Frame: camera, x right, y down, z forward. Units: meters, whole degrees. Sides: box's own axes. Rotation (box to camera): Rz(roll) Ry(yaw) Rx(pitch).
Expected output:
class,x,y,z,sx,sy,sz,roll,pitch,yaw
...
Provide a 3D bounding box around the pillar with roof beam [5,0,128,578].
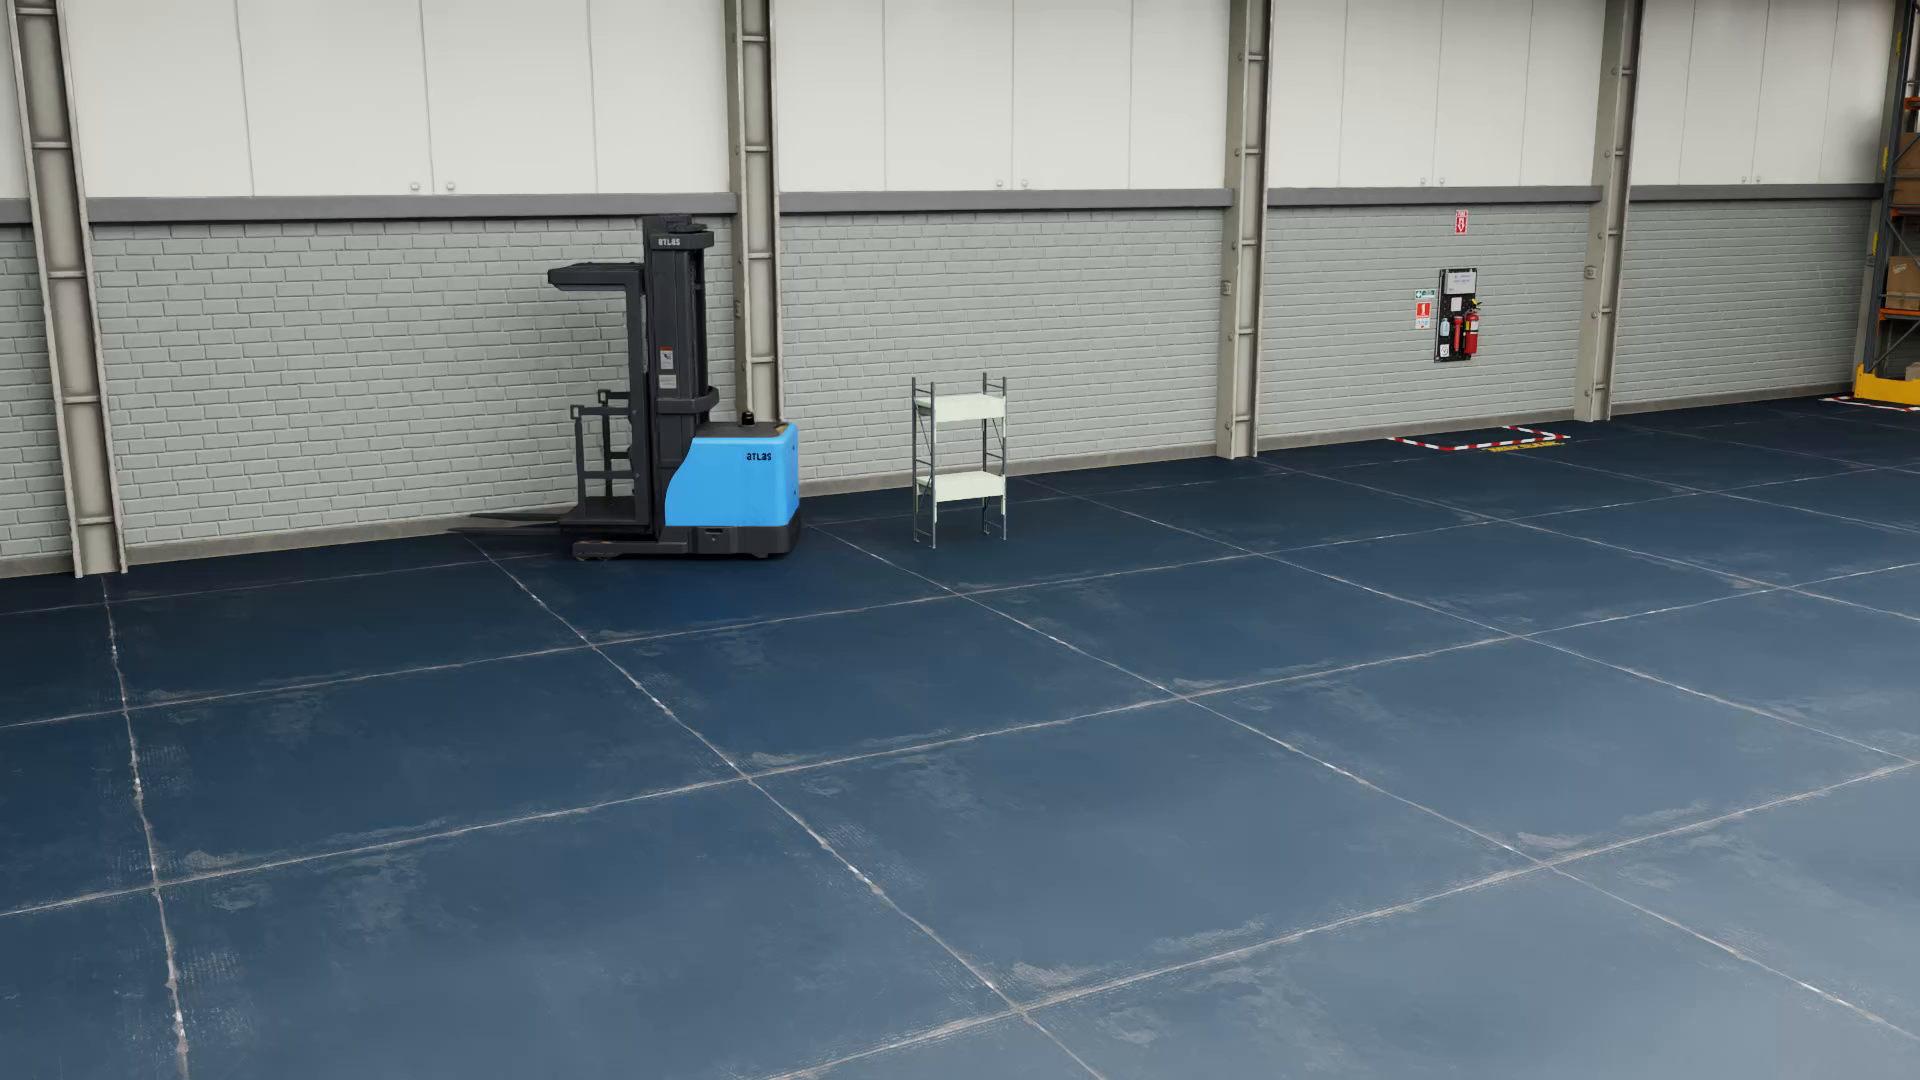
class,x,y,z,sx,sy,sz,roll,pitch,yaw
pillar with roof beam,-5.205,-3.295,9.396,0.400,9.000,9.100,-7,14,-28

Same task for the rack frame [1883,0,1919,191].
class,x,y,z,sx,sy,sz,roll,pitch,yaw
rack frame,13.598,-6.409,23.233,0.127,3.000,1.000,-7,14,-28

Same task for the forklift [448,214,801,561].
class,x,y,z,sx,sy,sz,roll,pitch,yaw
forklift,-2.989,-1.366,14.644,3.031,2.935,1.130,0,13,1

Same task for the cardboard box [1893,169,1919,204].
class,x,y,z,sx,sy,sz,roll,pitch,yaw
cardboard box,13.843,-5.097,23.961,0.500,0.500,0.500,-6,14,-24

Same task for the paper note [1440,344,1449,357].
class,x,y,z,sx,sy,sz,roll,pitch,yaw
paper note,6.156,-2.404,21.106,0.142,0.148,0.016,-7,14,-28

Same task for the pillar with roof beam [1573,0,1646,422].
class,x,y,z,sx,sy,sz,roll,pitch,yaw
pillar with roof beam,10.594,-5.189,17.810,0.400,9.000,9.100,-7,14,-28

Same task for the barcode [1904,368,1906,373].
class,x,y,z,sx,sy,sz,roll,pitch,yaw
barcode,14.073,-2.524,24.735,0.075,0.075,0.001,-7,14,-28

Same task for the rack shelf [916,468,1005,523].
class,x,y,z,sx,sy,sz,roll,pitch,yaw
rack shelf,-0.006,-0.413,15.154,0.720,0.370,0.431,-7,14,-28

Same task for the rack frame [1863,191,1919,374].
class,x,y,z,sx,sy,sz,roll,pitch,yaw
rack frame,13.598,-3.482,23.892,0.127,3.000,1.000,-7,14,-28

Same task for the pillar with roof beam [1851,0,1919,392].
class,x,y,z,sx,sy,sz,roll,pitch,yaw
pillar with roof beam,15.861,-5.820,20.615,0.400,9.000,9.100,-7,14,-28

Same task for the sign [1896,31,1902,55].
class,x,y,z,sx,sy,sz,roll,pitch,yaw
sign,13.350,-7.051,23.598,0.005,0.325,0.100,-7,14,-28

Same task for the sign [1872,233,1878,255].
class,x,y,z,sx,sy,sz,roll,pitch,yaw
sign,13.350,-4.311,24.215,0.005,0.325,0.100,-7,14,-28

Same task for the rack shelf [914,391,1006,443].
class,x,y,z,sx,sy,sz,roll,pitch,yaw
rack shelf,-0.006,-1.112,14.996,0.720,0.370,0.431,-7,14,-28

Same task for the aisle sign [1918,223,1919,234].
class,x,y,z,sx,sy,sz,roll,pitch,yaw
aisle sign,13.679,-4.685,23.316,0.004,0.787,0.394,-7,14,-28

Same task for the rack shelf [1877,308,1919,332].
class,x,y,z,sx,sy,sz,roll,pitch,yaw
rack shelf,15.354,-3.342,24.906,4.000,0.370,1.077,-7,14,-28

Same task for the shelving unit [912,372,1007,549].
class,x,y,z,sx,sy,sz,roll,pitch,yaw
shelving unit,-0.006,-0.731,15.082,0.755,1.500,0.431,-7,14,-28

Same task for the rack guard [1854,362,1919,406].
class,x,y,z,sx,sy,sz,roll,pitch,yaw
rack guard,13.665,-2.271,24.202,0.348,0.500,1.175,-7,14,-28

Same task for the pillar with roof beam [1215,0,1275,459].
class,x,y,z,sx,sy,sz,roll,pitch,yaw
pillar with roof beam,5.328,-4.557,15.005,0.400,9.000,9.100,-7,14,-28

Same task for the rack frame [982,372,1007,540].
class,x,y,z,sx,sy,sz,roll,pitch,yaw
rack frame,0.315,-0.769,15.253,0.023,1.500,0.400,-7,14,-28

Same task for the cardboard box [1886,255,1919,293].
class,x,y,z,sx,sy,sz,roll,pitch,yaw
cardboard box,13.910,-3.875,24.226,0.500,0.500,0.500,-7,14,-28

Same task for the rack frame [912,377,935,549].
class,x,y,z,sx,sy,sz,roll,pitch,yaw
rack frame,-0.327,-0.692,14.911,0.023,1.500,0.400,-7,14,-28

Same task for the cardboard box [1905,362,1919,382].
class,x,y,z,sx,sy,sz,roll,pitch,yaw
cardboard box,14.249,-2.441,24.385,0.500,0.311,0.500,-9,15,-34

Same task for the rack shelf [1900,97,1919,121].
class,x,y,z,sx,sy,sz,roll,pitch,yaw
rack shelf,15.354,-6.267,24.248,4.000,0.370,1.077,-7,14,-28

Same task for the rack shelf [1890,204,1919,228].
class,x,y,z,sx,sy,sz,roll,pitch,yaw
rack shelf,15.354,-4.805,24.577,4.000,0.370,1.077,-7,14,-28

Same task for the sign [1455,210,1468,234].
class,x,y,z,sx,sy,sz,roll,pitch,yaw
sign,6.290,-3.988,20.860,0.199,0.298,0.001,-7,14,-28

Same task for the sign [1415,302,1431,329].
class,x,y,z,sx,sy,sz,roll,pitch,yaw
sign,5.810,-2.818,20.859,0.234,0.329,0.001,-7,14,-28

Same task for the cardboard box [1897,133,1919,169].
class,x,y,z,sx,sy,sz,roll,pitch,yaw
cardboard box,13.851,-5.588,23.865,0.500,0.500,0.500,-6,14,-25

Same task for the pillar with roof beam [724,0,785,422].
class,x,y,z,sx,sy,sz,roll,pitch,yaw
pillar with roof beam,0.062,-3.926,12.201,0.400,9.000,9.100,-7,14,-28

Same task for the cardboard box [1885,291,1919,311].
class,x,y,z,sx,sy,sz,roll,pitch,yaw
cardboard box,13.916,-3.506,24.291,0.500,0.250,0.500,-7,14,-27

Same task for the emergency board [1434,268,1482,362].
class,x,y,z,sx,sy,sz,roll,pitch,yaw
emergency board,6.344,-2.839,21.033,0.643,1.169,0.194,-7,14,-28

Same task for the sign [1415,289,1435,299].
class,x,y,z,sx,sy,sz,roll,pitch,yaw
sign,5.818,-3.075,20.795,0.331,0.109,0.001,-7,14,-28

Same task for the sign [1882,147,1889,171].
class,x,y,z,sx,sy,sz,roll,pitch,yaw
sign,13.350,-5.487,23.950,0.005,0.325,0.100,-7,14,-28
